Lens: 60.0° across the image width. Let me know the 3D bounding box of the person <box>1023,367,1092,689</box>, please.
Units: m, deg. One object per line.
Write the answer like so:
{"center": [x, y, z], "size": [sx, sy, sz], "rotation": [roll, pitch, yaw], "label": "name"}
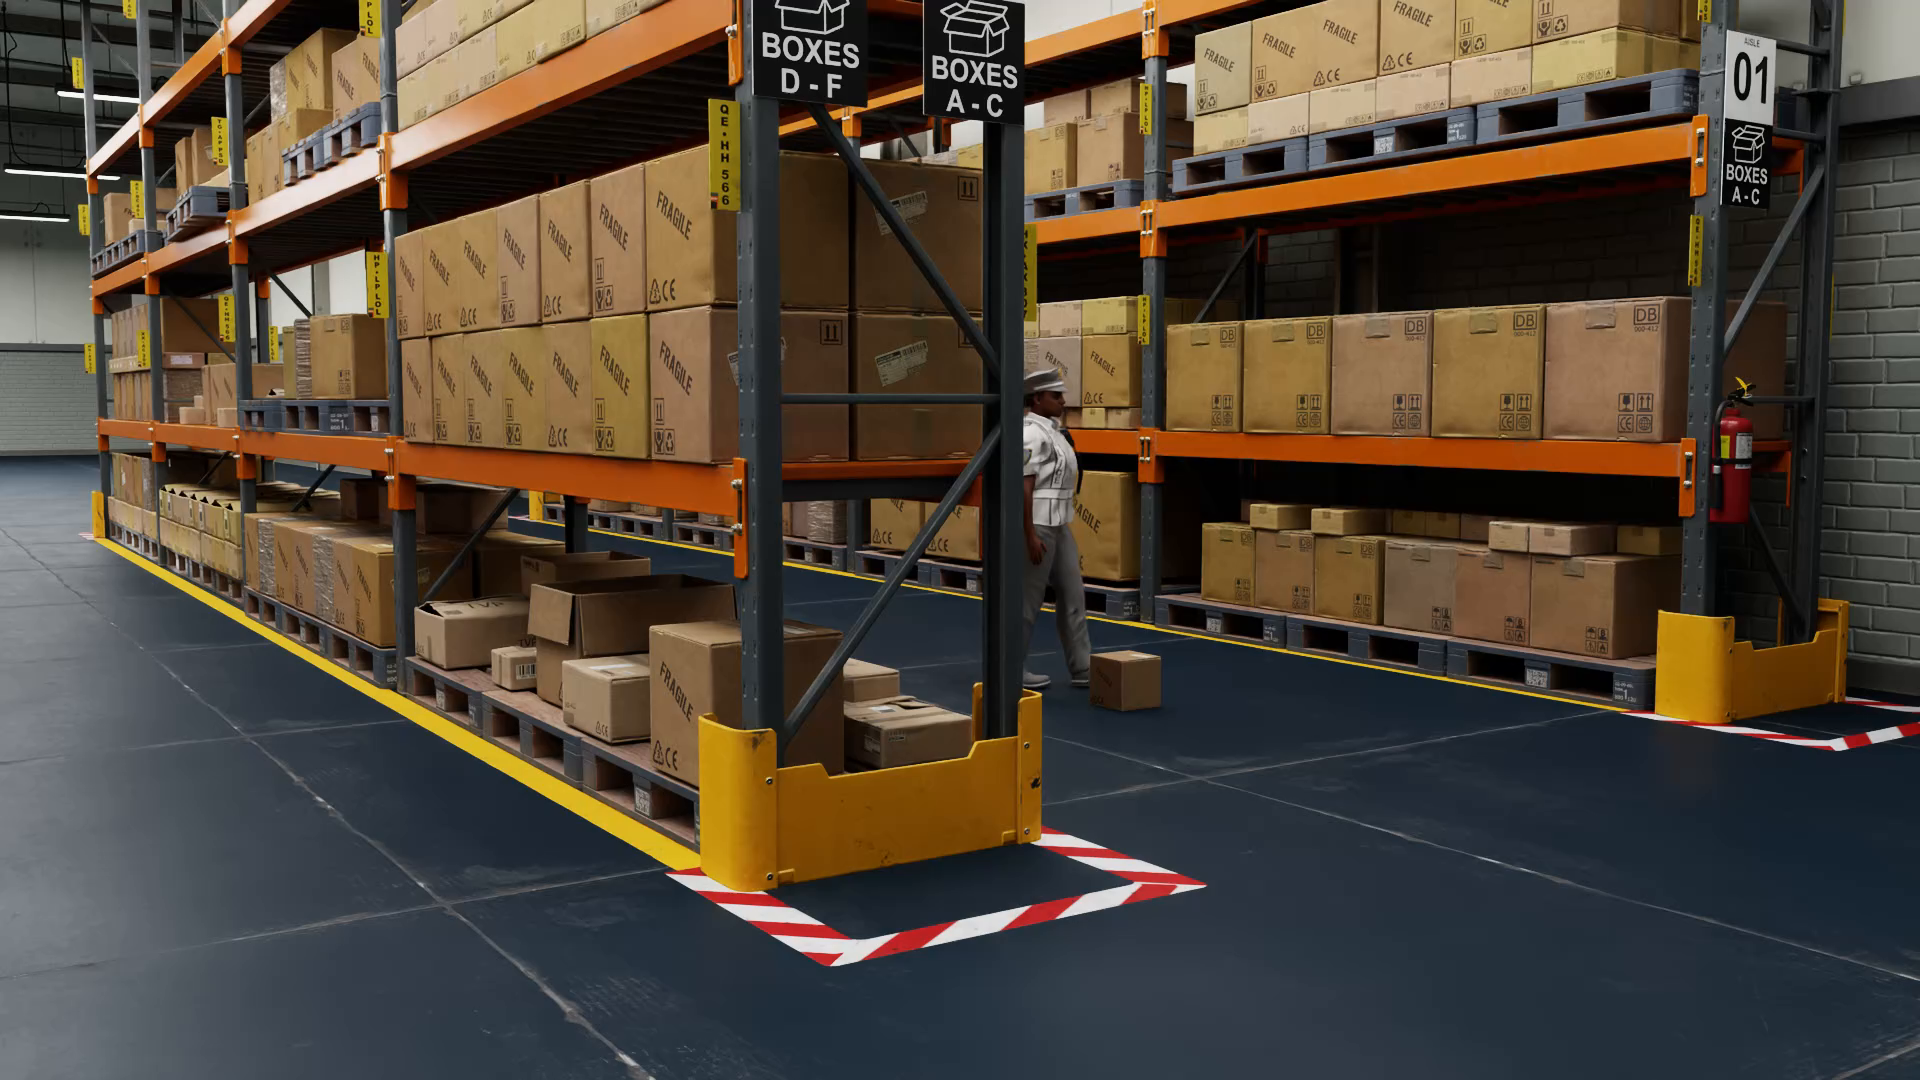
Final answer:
{"center": [0.521, -0.058, 8.600], "size": [0.640, 1.669, 0.454], "rotation": [2, 5, 22], "label": "person"}
